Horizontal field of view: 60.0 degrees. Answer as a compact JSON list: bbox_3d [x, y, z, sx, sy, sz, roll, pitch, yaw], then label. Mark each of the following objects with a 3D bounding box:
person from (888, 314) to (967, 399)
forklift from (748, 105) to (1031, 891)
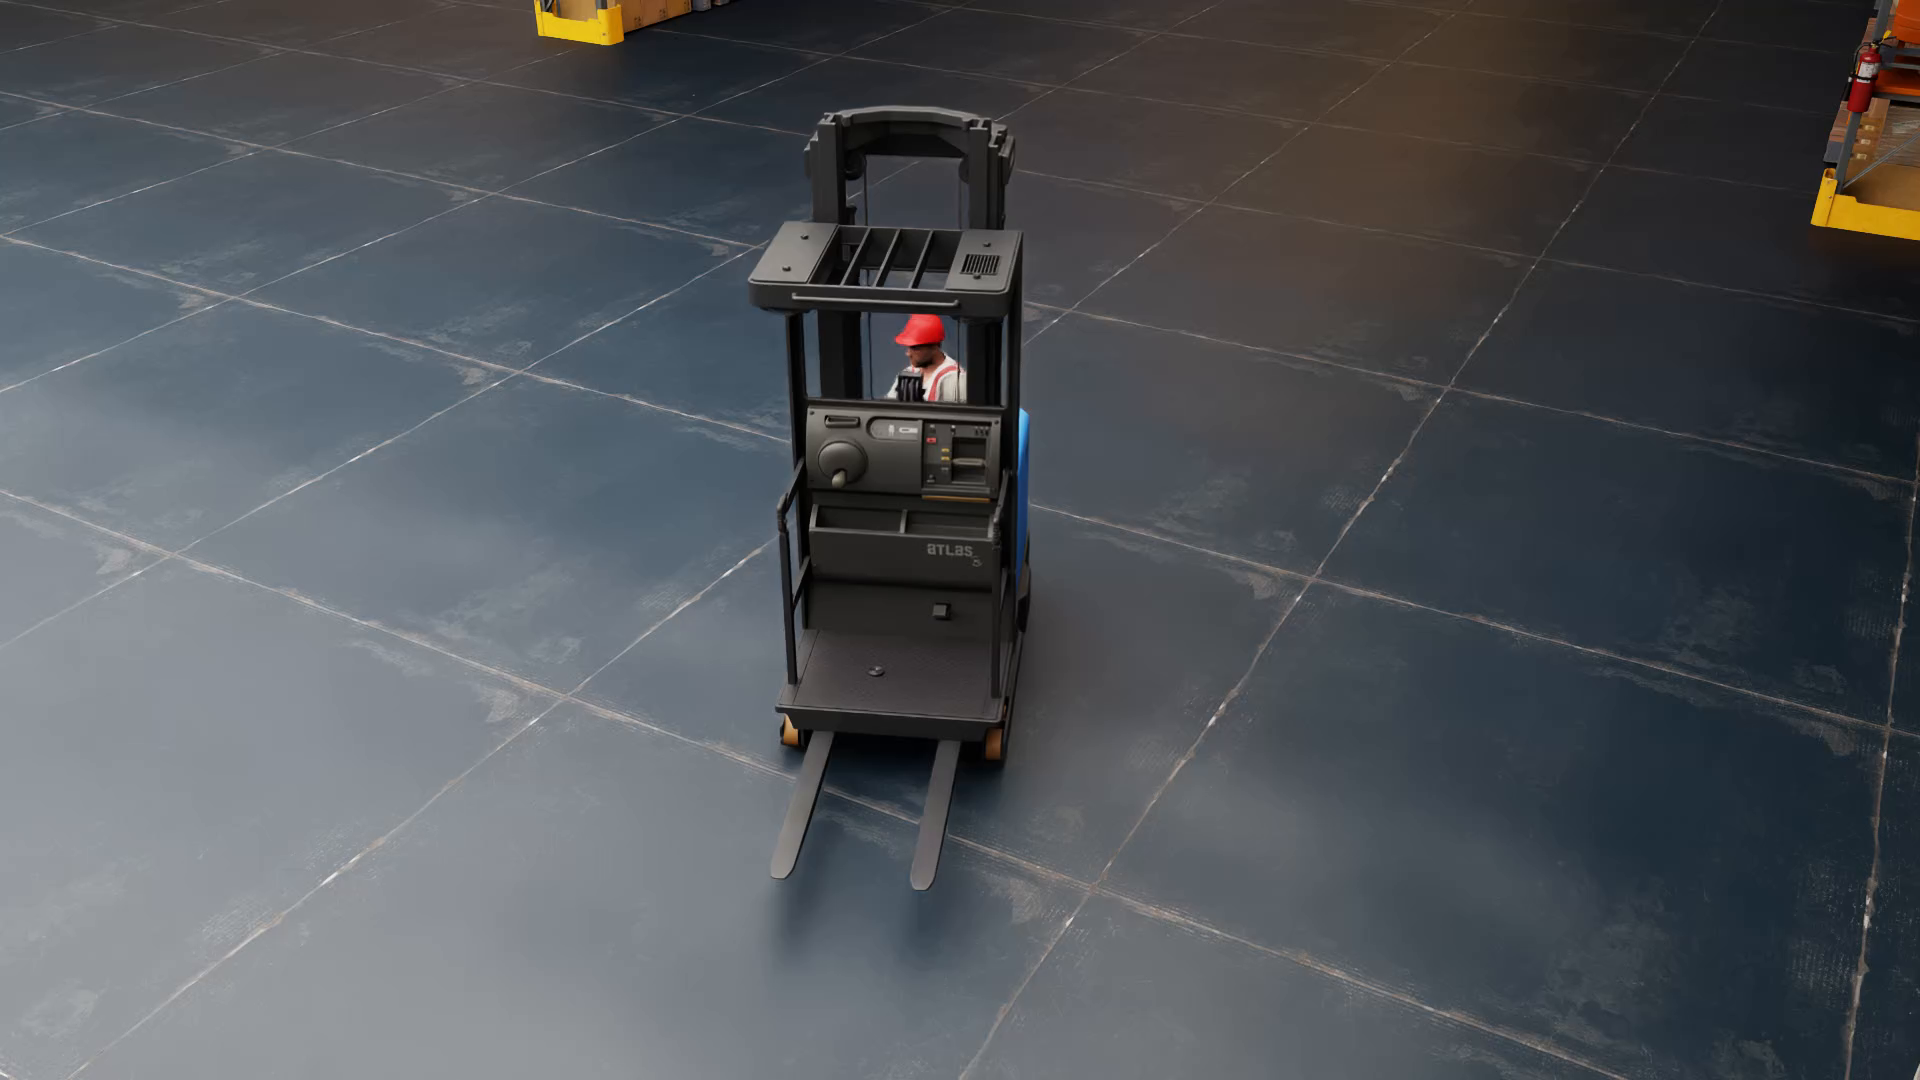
[{"bbox_3d":[-0.276,-0.409,9.066,0.665,1.660,0.824,-16,34,-26],"label":"person"},{"bbox_3d":[-0.292,-0.372,7.716,1.130,2.935,3.031,3,30,6],"label":"forklift"}]
